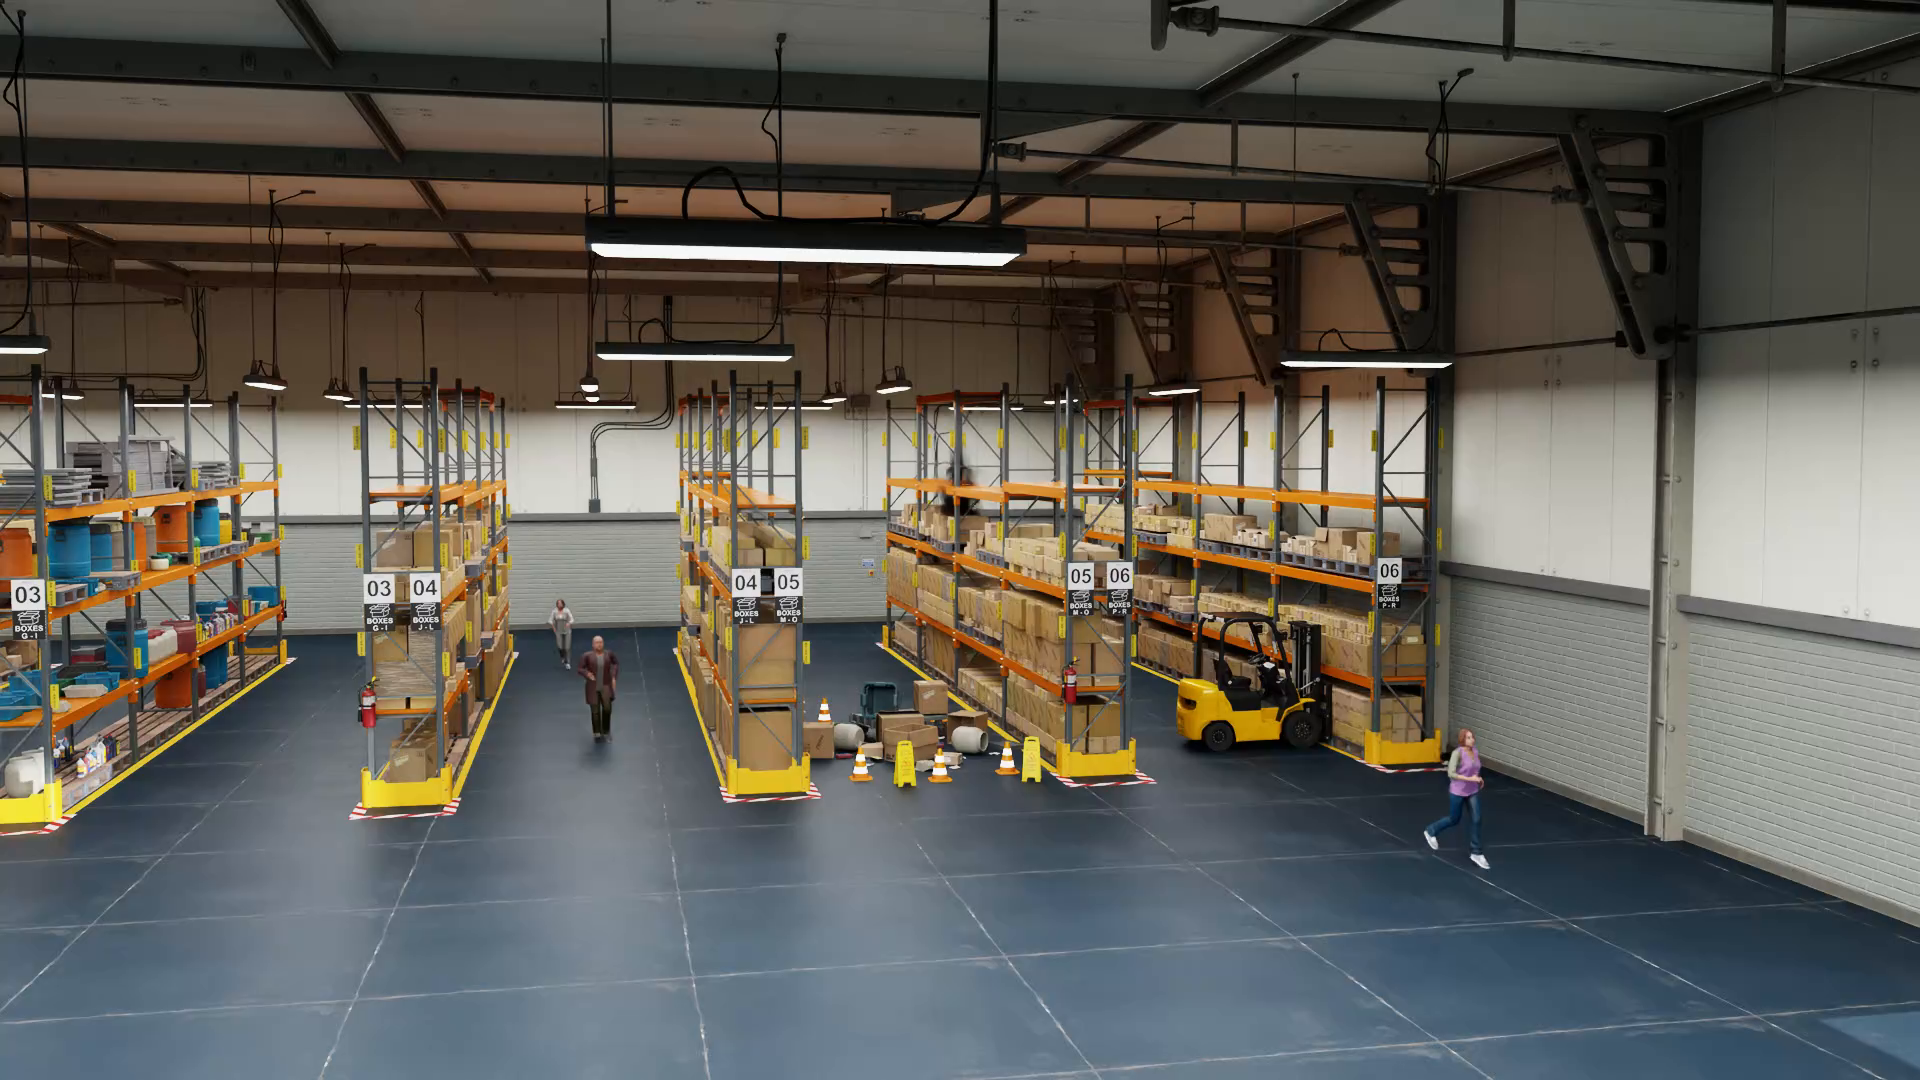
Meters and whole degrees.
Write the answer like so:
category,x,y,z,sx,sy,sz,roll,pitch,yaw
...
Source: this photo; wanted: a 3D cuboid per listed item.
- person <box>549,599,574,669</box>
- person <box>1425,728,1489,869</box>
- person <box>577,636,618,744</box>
category,x,y,z,sx,sy,sz,roll,pitch,yaw
person,-8.729,2.059,36.406,0.542,1.553,0.533,-1,3,-12
person,5.962,3.025,19.801,0.550,1.606,0.885,-2,4,-27
person,-5.987,2.495,27.547,0.701,1.816,0.780,-1,4,-17
